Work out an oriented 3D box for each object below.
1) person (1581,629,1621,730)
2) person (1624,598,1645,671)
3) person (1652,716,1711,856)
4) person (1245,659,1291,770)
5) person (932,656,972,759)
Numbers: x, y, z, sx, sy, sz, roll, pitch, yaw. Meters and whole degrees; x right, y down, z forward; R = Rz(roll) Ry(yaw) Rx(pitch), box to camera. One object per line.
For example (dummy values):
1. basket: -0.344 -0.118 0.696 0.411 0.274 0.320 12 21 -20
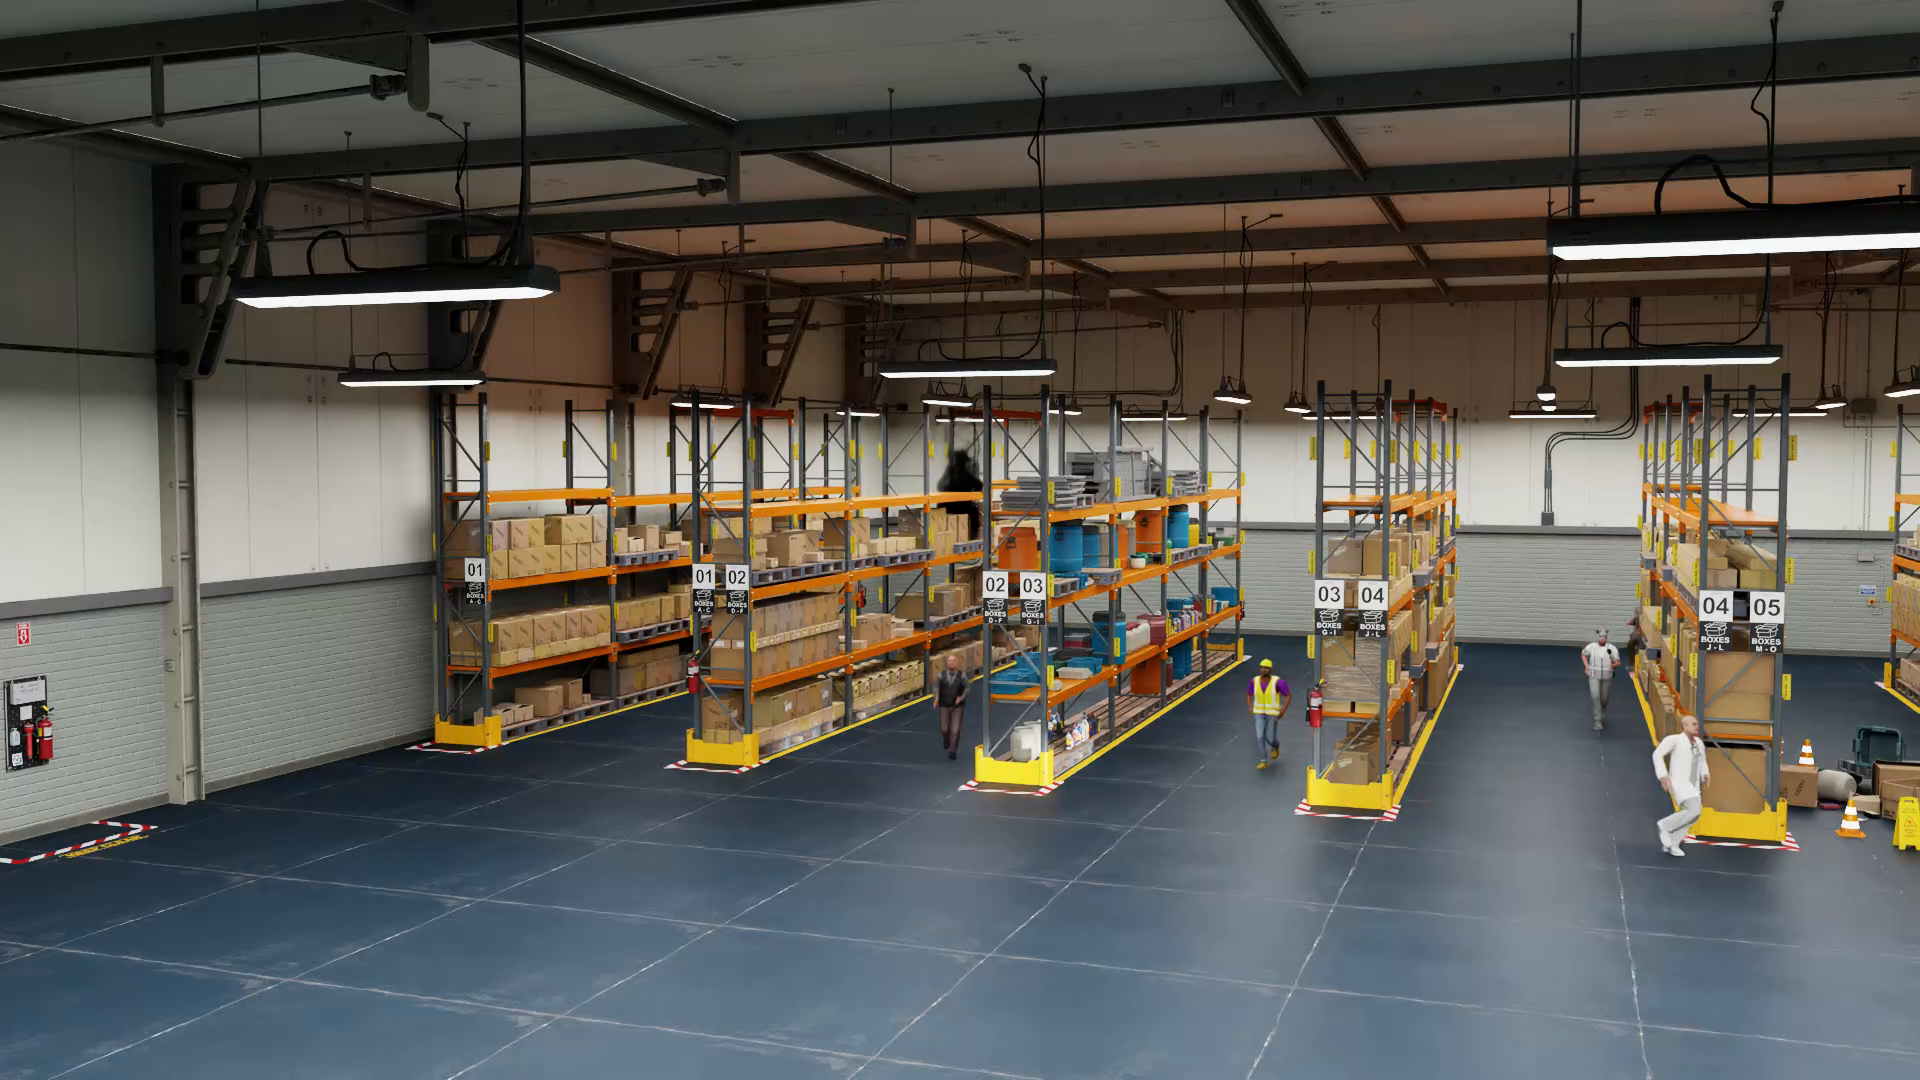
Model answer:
1. person: 11.679 2.499 30.293 0.662 1.799 0.976 1 3 15
2. person: 15.575 2.122 37.899 0.754 1.804 0.763 0 3 6
3. person: 9.045 3.047 20.643 0.714 1.710 0.565 -1 3 -24
4. person: 4.873 2.740 26.353 0.727 1.727 0.666 1 3 22
5. person: -0.140 2.725 27.109 0.658 1.677 0.578 0 3 4
